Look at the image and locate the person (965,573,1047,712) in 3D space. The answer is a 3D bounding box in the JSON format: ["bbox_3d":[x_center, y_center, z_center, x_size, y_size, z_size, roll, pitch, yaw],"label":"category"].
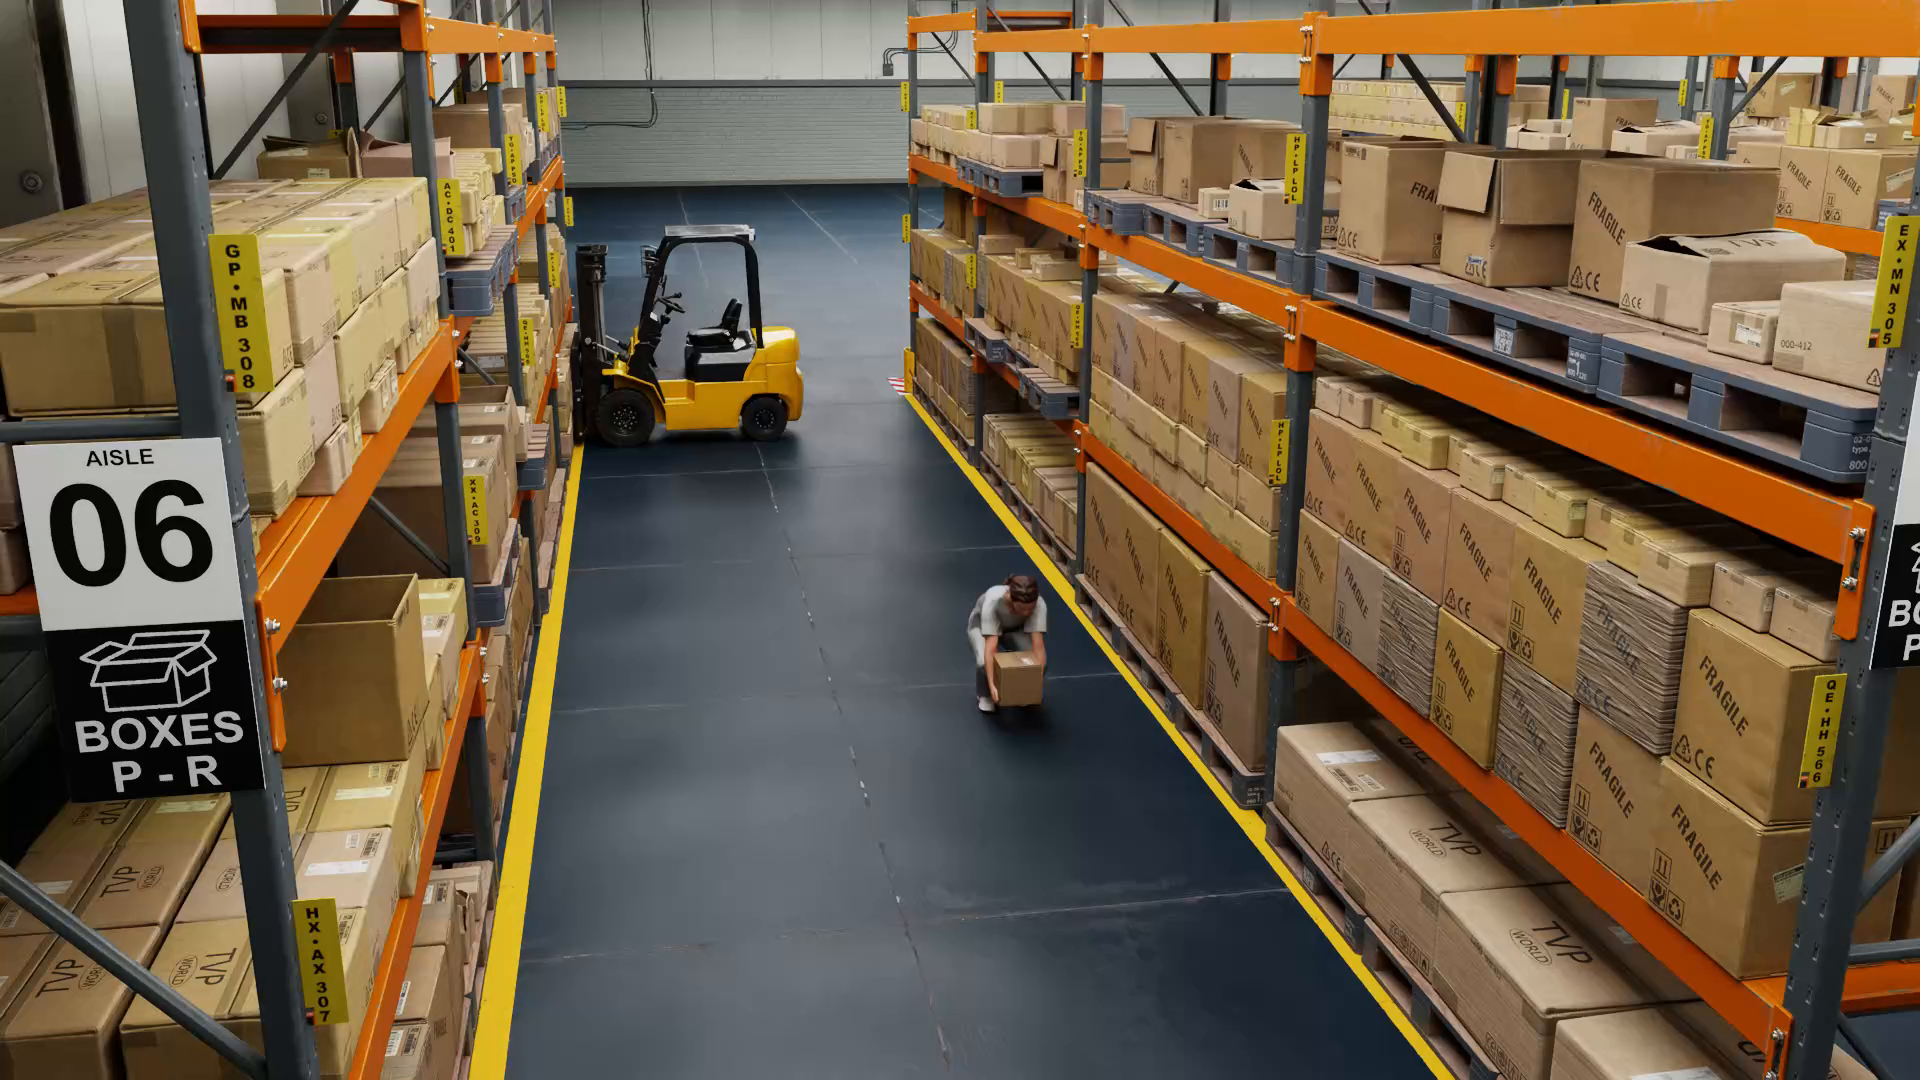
[{"bbox_3d":[0.297,0.606,10.279,0.455,0.953,0.810,-4,17,-12],"label":"person"}]
